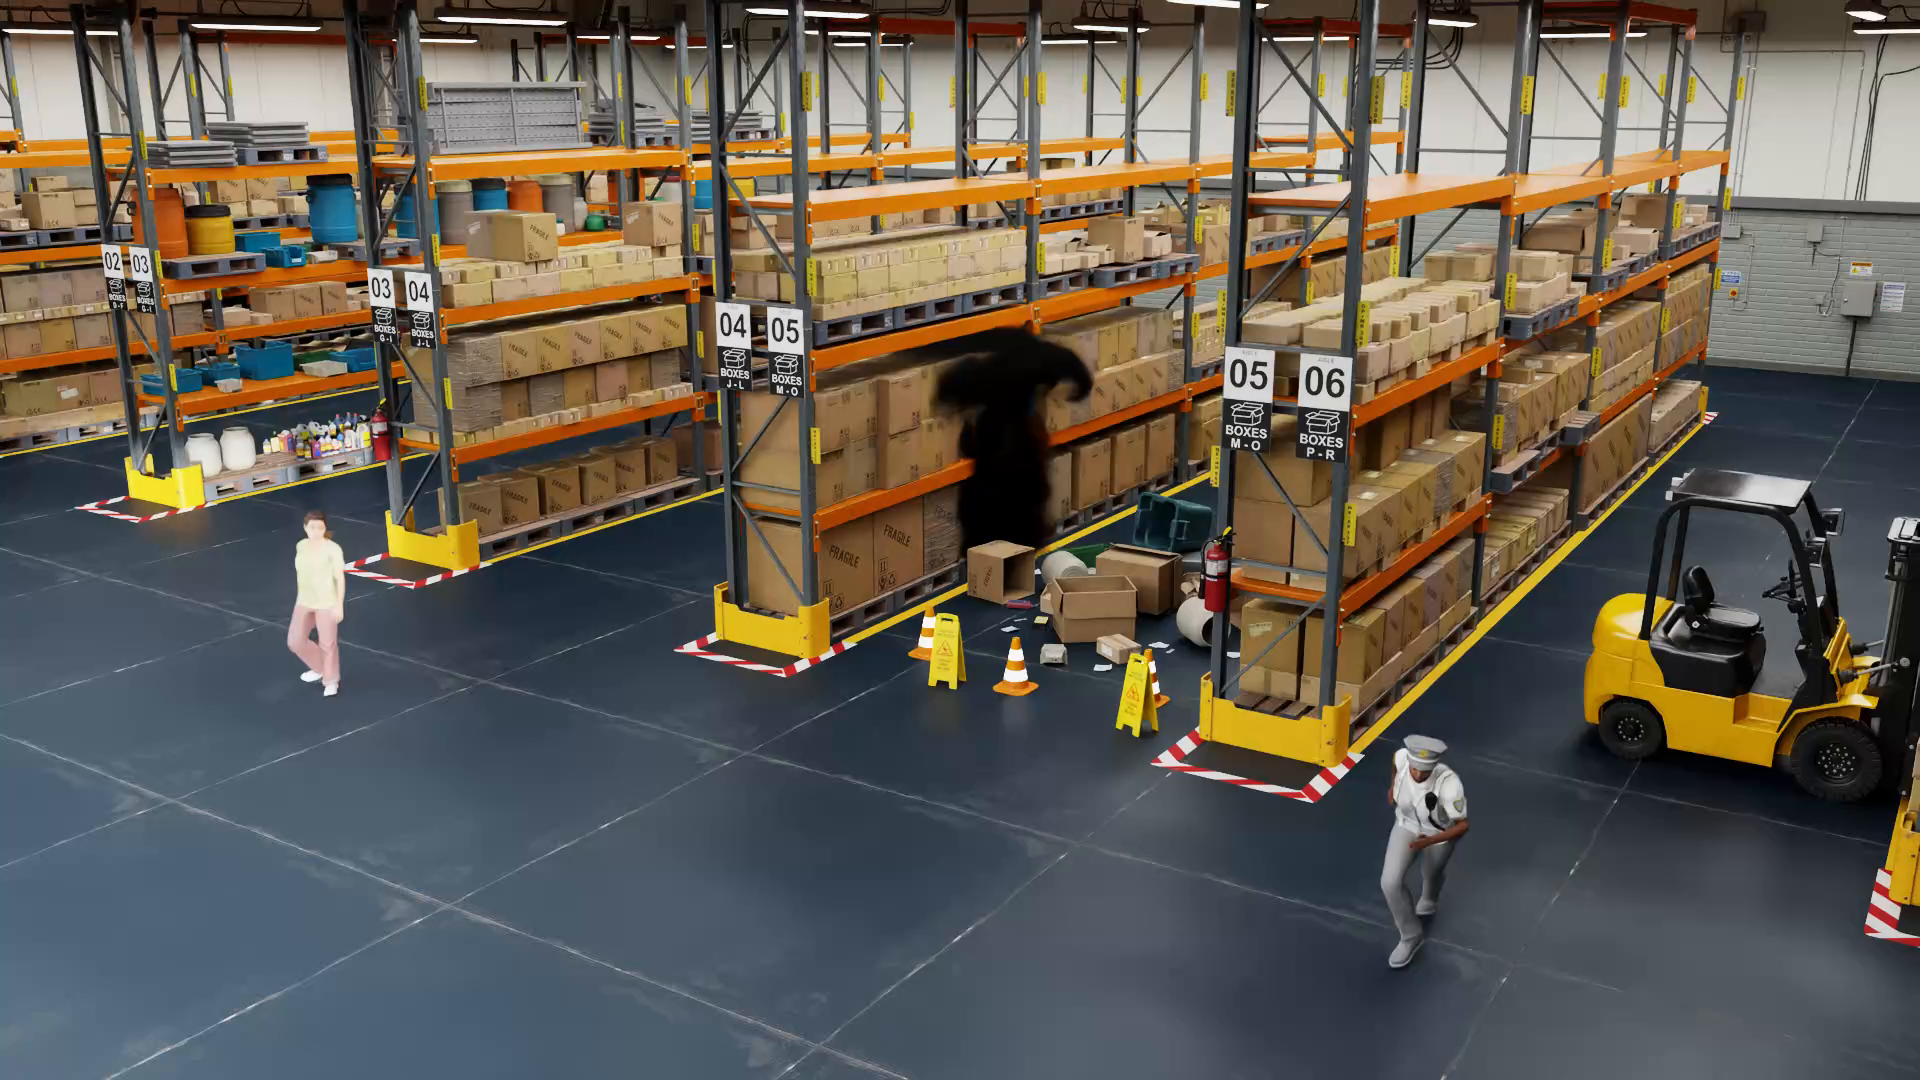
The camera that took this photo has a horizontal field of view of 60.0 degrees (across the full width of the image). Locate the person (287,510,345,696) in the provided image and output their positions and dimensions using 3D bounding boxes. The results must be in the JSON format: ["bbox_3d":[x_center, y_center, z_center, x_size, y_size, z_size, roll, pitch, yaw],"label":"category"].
[{"bbox_3d":[-5.481,0.531,14.186,0.578,1.654,0.432,3,16,12],"label":"person"}]

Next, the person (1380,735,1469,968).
[{"bbox_3d":[2.822,1.768,10.042,0.593,1.477,1.067,9,18,31],"label":"person"}]
